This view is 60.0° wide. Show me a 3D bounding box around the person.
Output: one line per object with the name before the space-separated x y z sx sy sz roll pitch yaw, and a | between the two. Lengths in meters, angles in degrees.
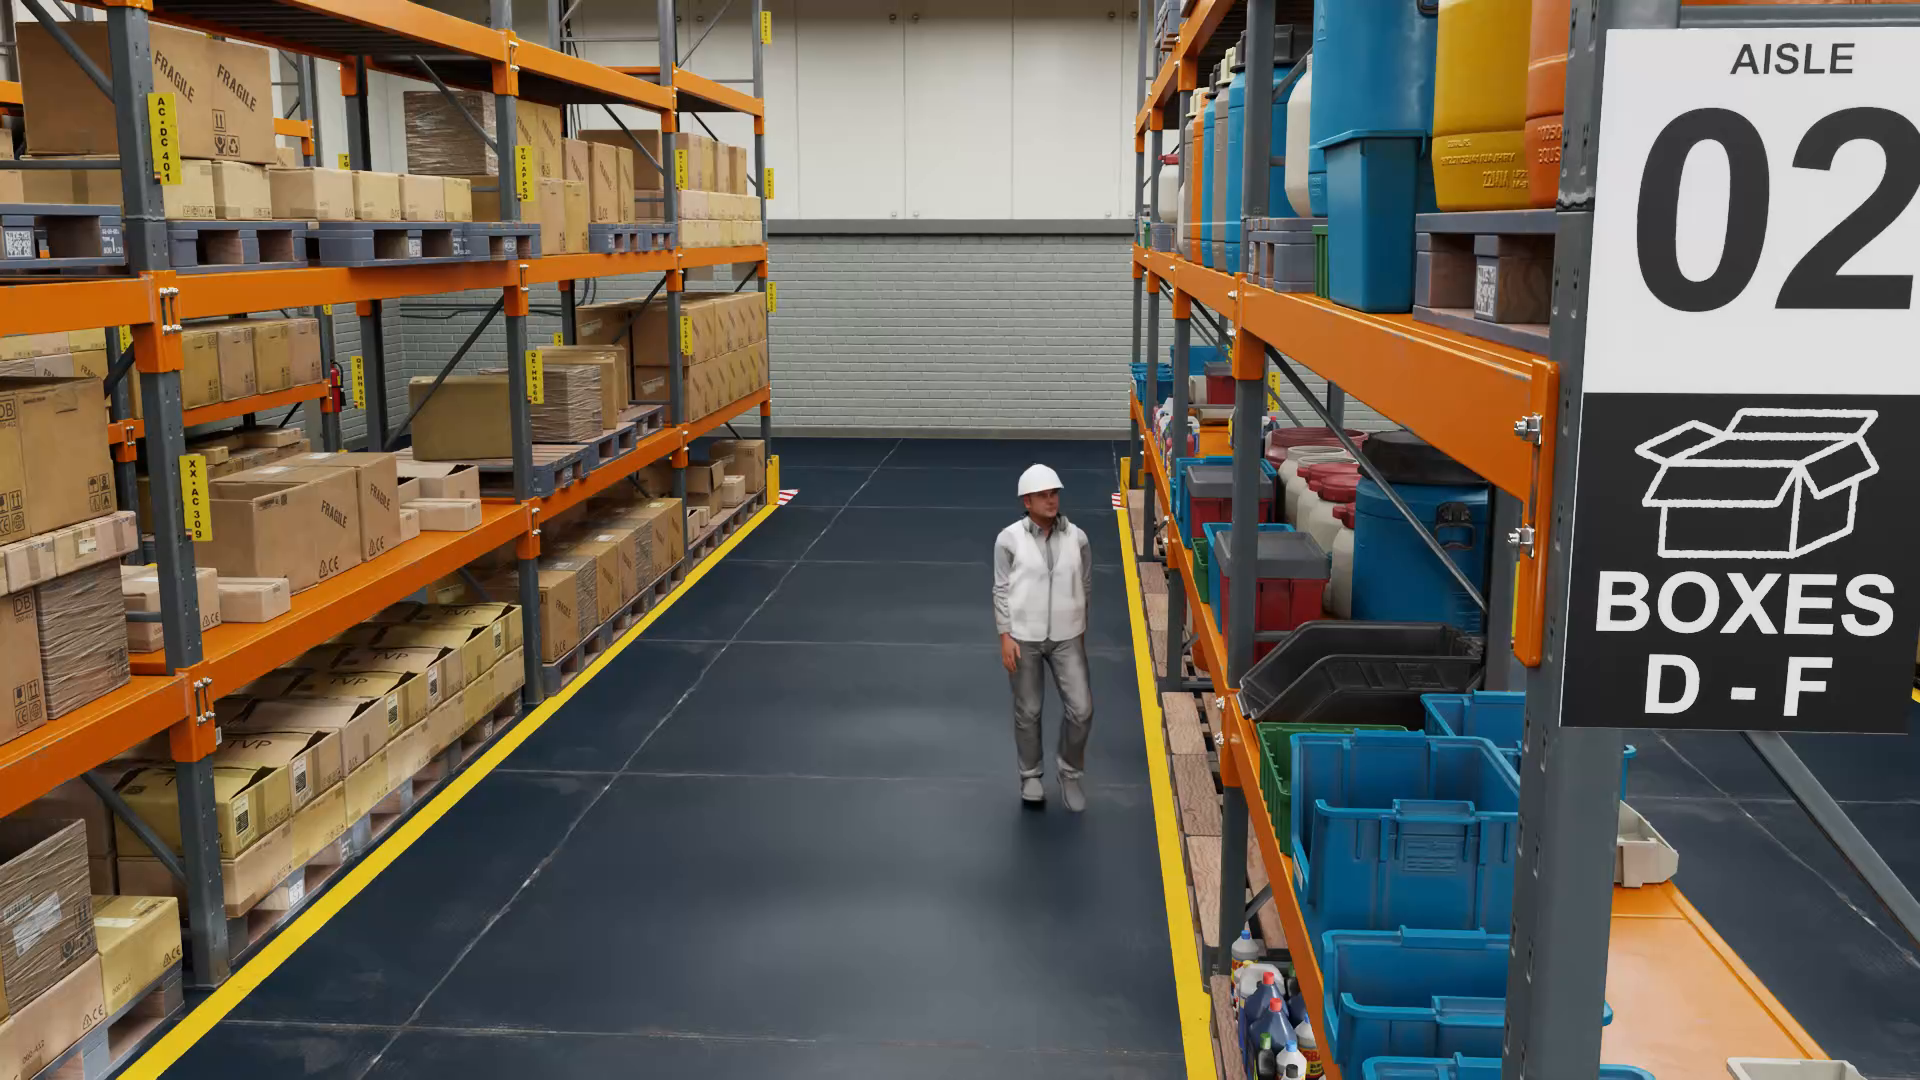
person | 0.436 0.522 8.577 0.536 1.814 0.488 -1 11 -7
